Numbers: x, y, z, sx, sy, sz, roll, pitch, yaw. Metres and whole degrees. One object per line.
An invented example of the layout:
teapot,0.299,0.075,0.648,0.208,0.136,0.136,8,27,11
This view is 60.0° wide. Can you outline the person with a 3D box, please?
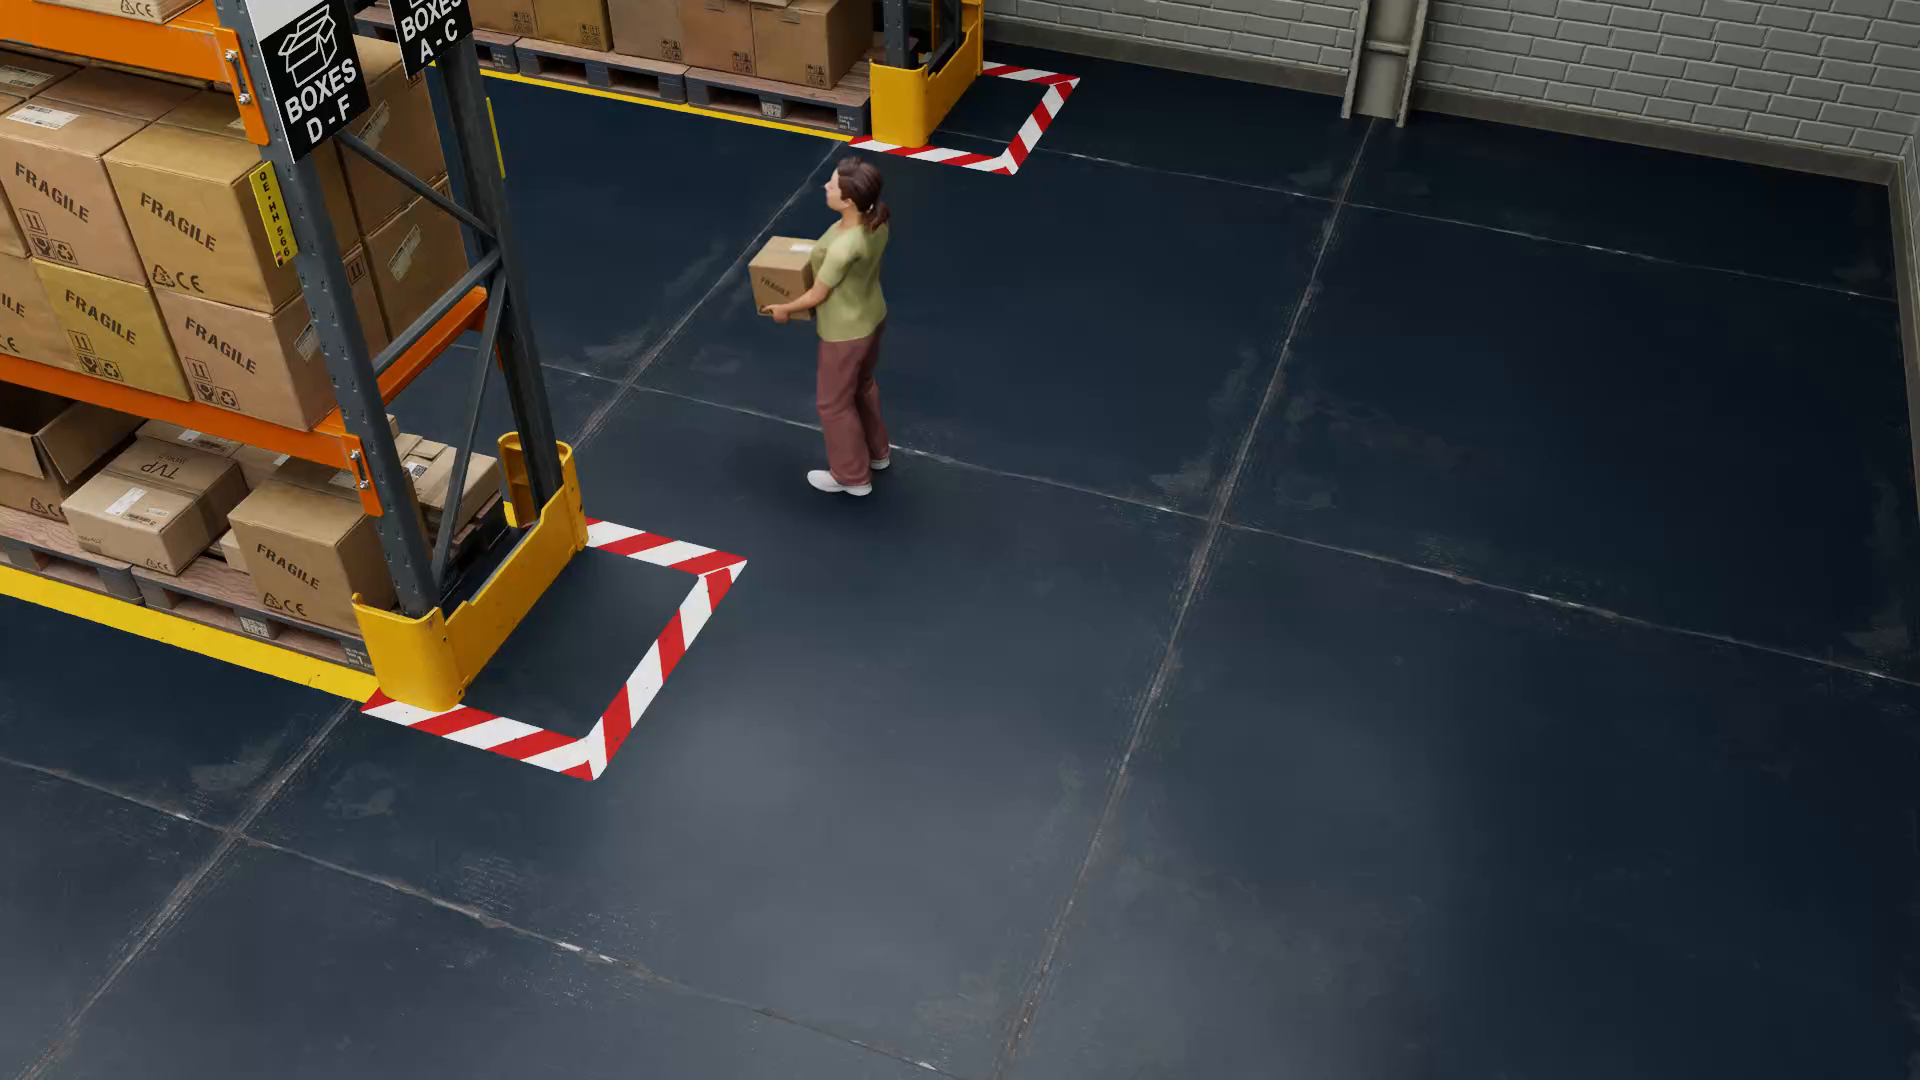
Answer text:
person,-0.541,-0.933,7.217,0.559,1.662,0.428,14,43,15
